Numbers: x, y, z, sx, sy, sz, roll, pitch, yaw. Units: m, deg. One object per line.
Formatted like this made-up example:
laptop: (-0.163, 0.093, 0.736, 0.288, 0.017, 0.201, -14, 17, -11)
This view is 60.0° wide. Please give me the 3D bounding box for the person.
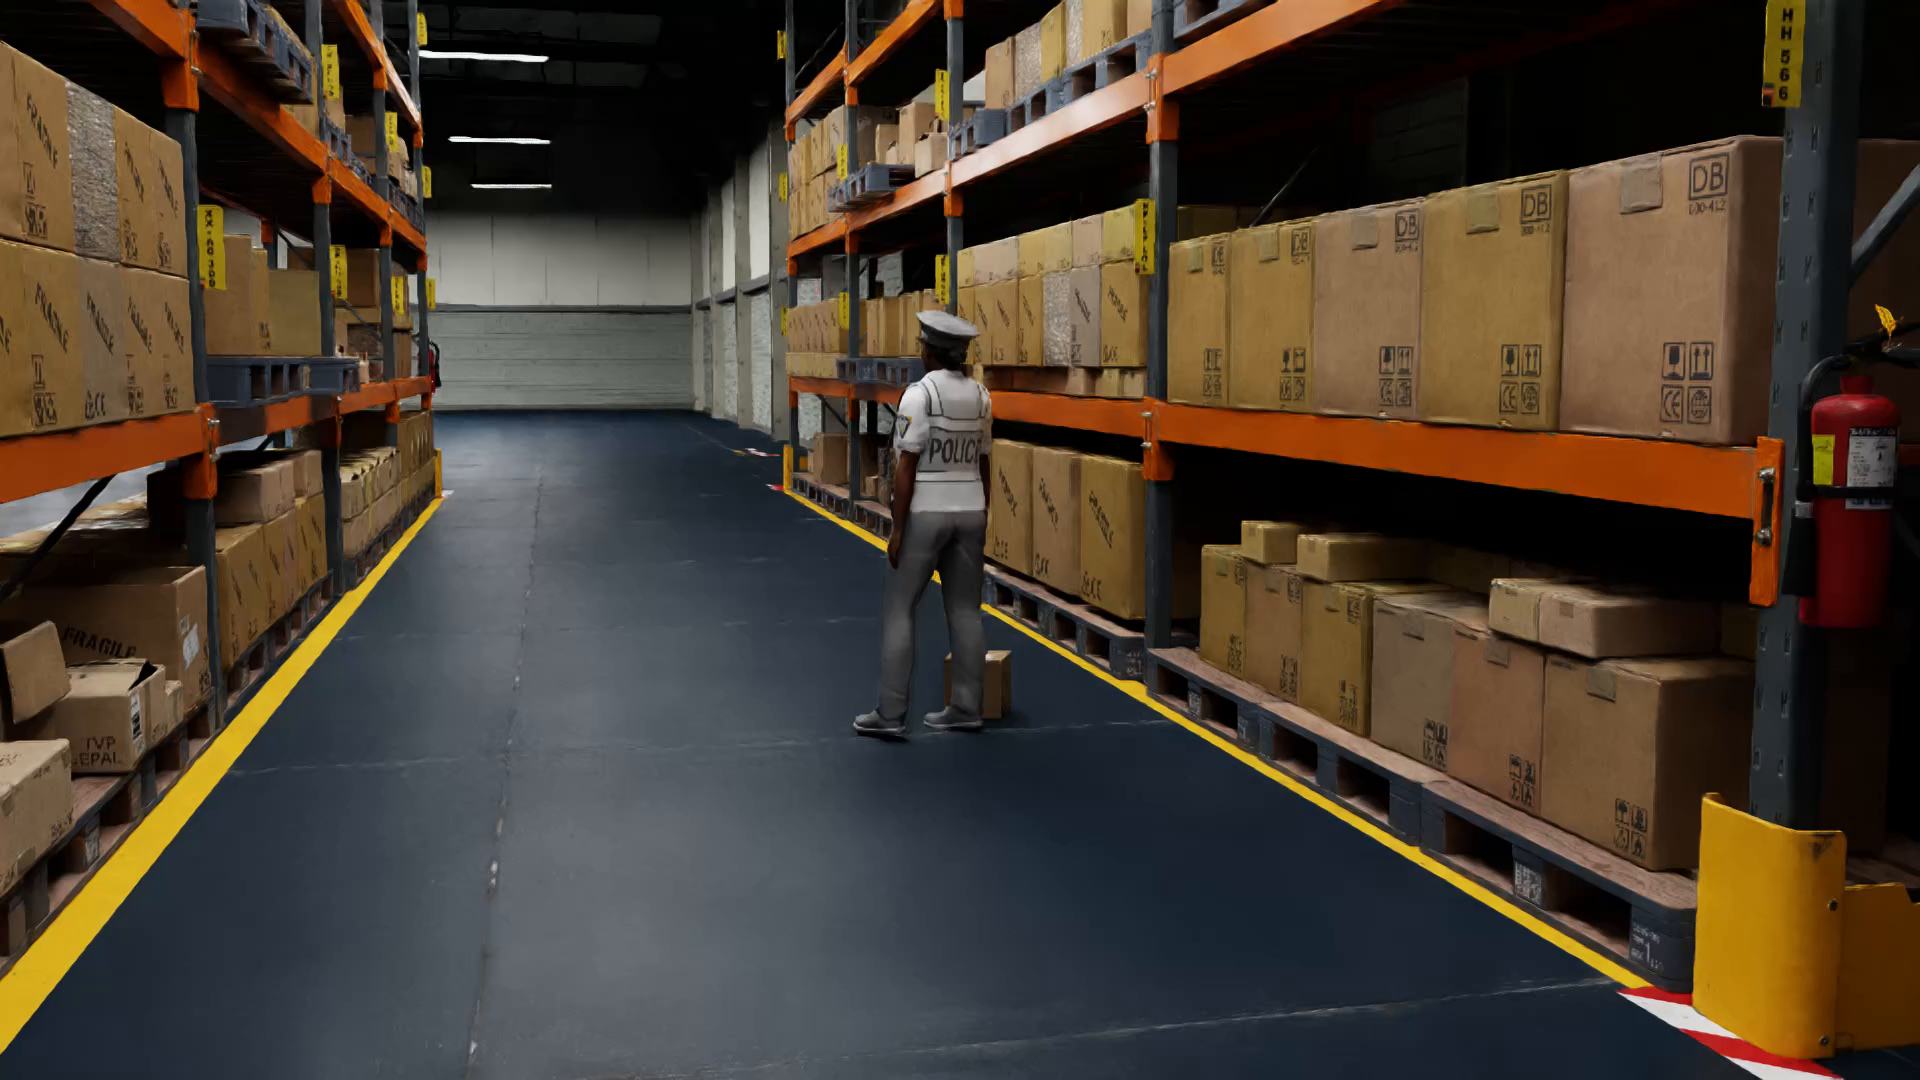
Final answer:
person: (-0.128, -0.064, 6.651, 0.535, 1.705, 0.404, -5, 8, -36)
